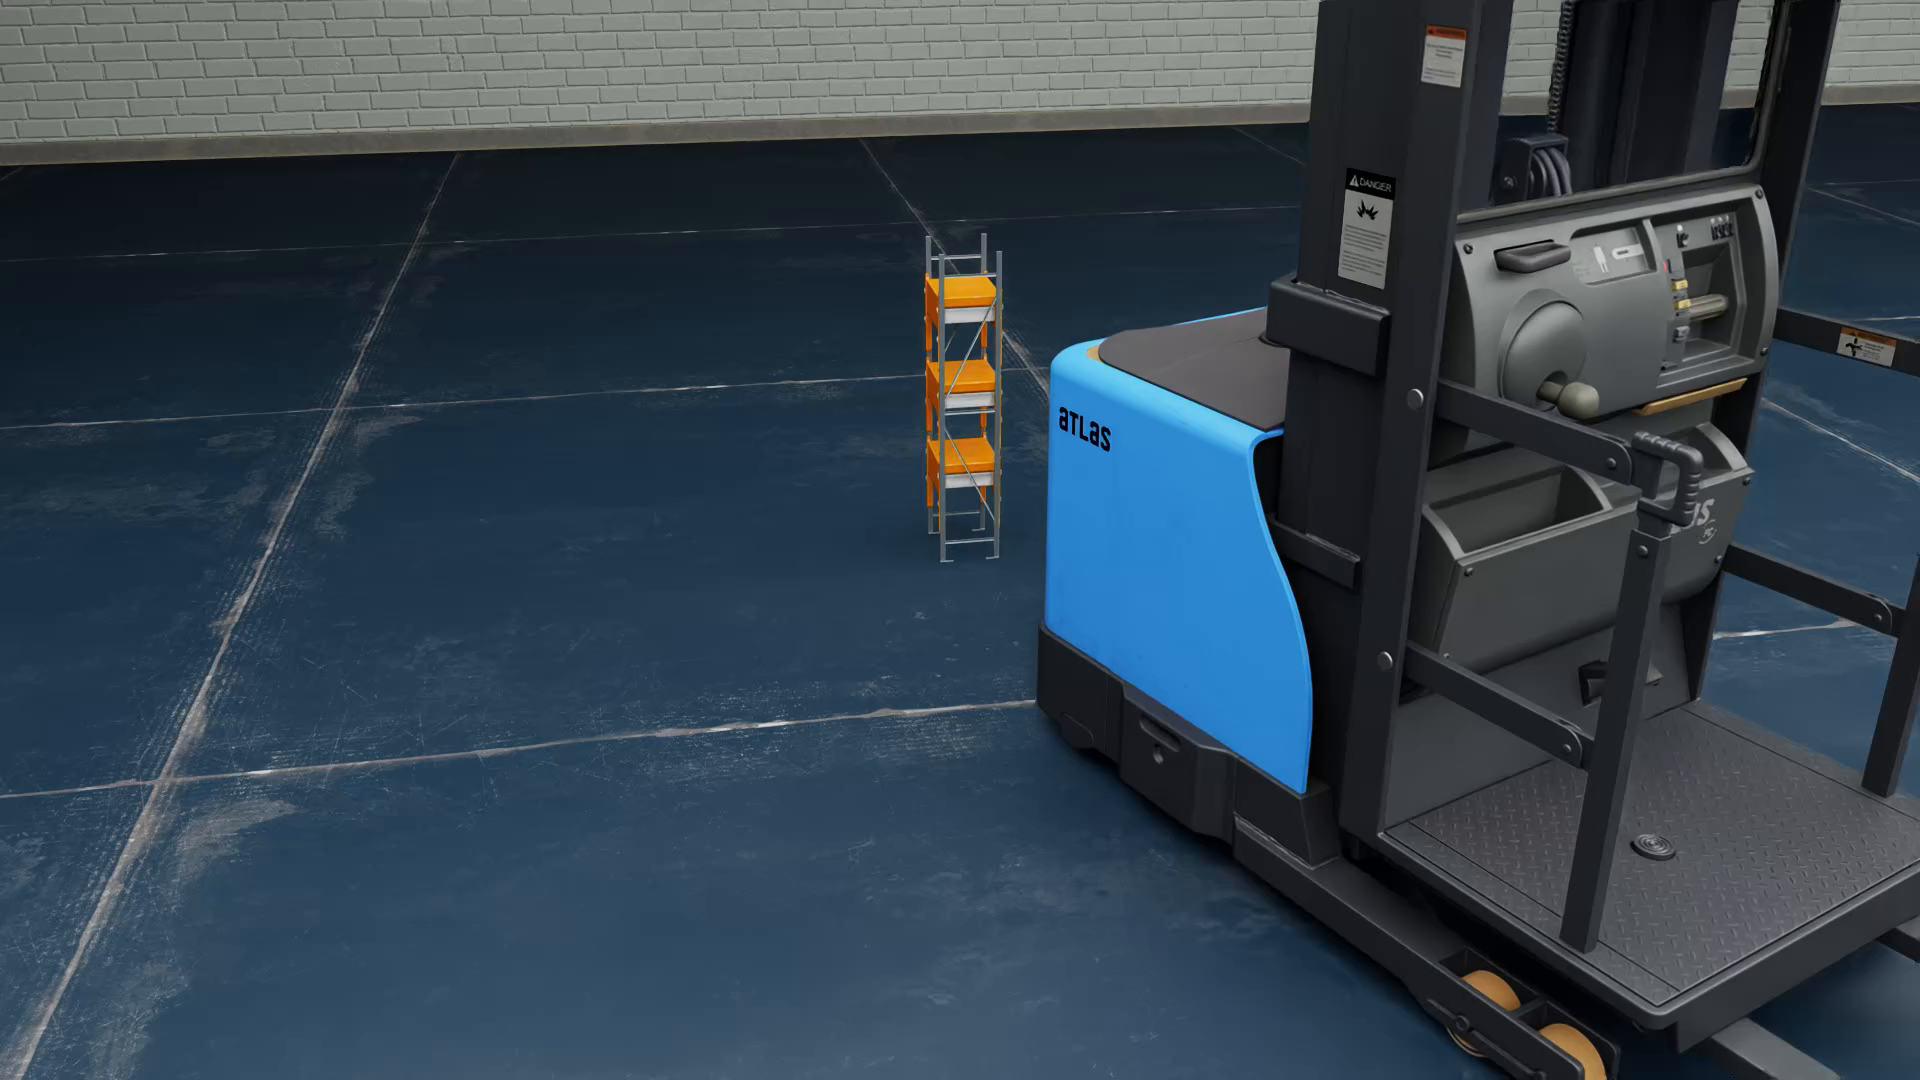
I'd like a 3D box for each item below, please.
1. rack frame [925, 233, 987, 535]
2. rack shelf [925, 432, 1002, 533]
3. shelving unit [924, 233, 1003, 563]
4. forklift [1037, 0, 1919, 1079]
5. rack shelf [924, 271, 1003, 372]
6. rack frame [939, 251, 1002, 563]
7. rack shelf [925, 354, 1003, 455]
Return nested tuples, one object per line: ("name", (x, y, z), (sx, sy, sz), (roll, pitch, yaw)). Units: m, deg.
("rack frame", (-0.013, -0.508, 5.602), (0.200, 1.050, 0.008), (-4, 24, -10))
("rack shelf", (0.010, -0.196, 5.607), (0.215, 0.259, 0.240), (-4, 24, -10))
("shelving unit", (0.010, -0.460, 5.492), (0.215, 1.050, 0.252), (-4, 24, -10))
("forklift", (1.429, -0.451, 3.121), (1.130, 2.935, 3.031), (-14, 27, -30))
("rack shelf", (0.010, -0.710, 5.382), (0.215, 0.259, 0.240), (-4, 24, -10))
("rack frame", (0.032, -0.412, 5.382), (0.200, 1.050, 0.008), (-4, 24, -10))
("rack shelf", (0.010, -0.450, 5.496), (0.215, 0.259, 0.240), (-4, 24, -10))
